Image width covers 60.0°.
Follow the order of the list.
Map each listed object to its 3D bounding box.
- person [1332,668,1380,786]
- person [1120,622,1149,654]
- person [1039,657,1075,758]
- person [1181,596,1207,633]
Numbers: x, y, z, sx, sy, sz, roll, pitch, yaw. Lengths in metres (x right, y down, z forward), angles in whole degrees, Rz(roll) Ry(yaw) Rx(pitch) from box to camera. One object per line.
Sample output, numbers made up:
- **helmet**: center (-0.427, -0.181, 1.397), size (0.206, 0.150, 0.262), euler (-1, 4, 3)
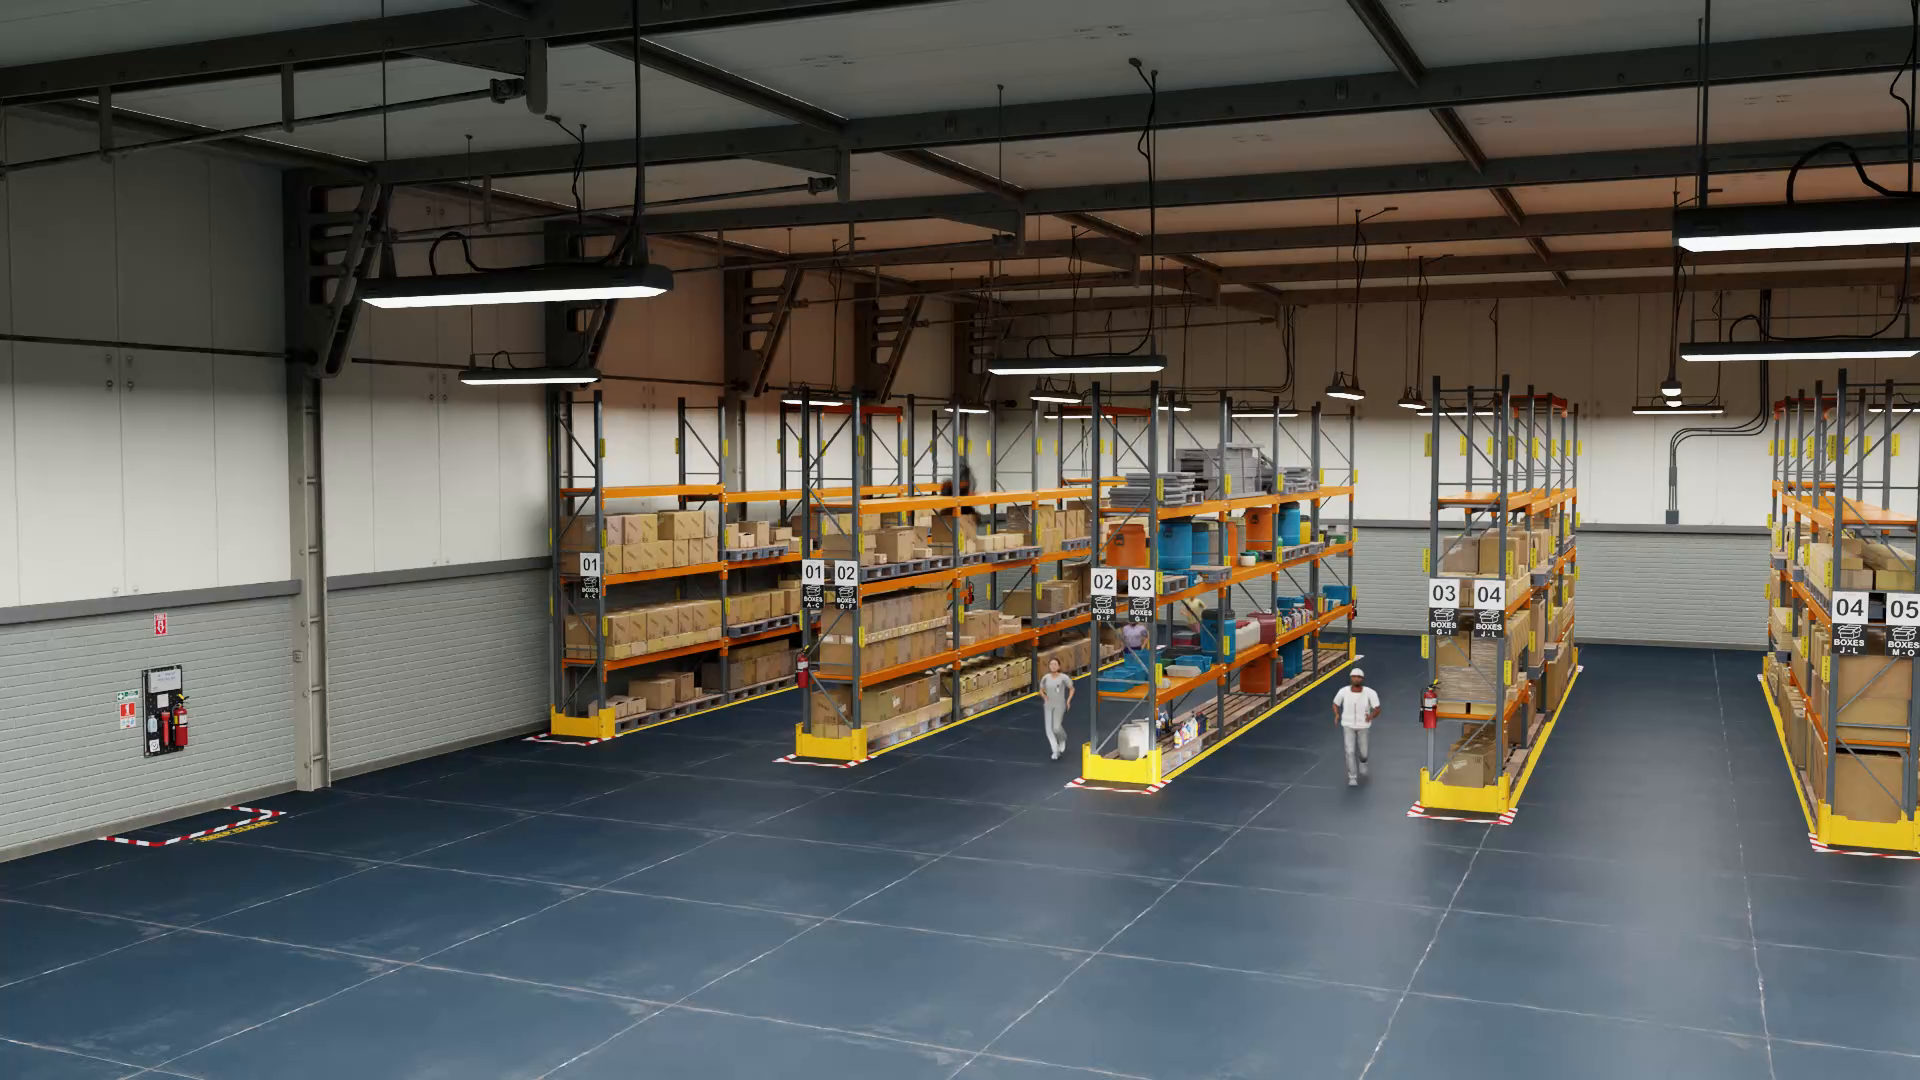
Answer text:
- **person**: center (5.896, 2.770, 24.787), size (0.707, 1.726, 0.753), euler (1, 3, 16)
- **person**: center (3.551, 2.306, 34.020), size (0.591, 1.605, 0.576), euler (1, 3, 15)
- **person**: center (1.527, 2.713, 26.778), size (0.558, 1.623, 0.555), euler (1, 3, 19)
- **person**: center (5.620, 2.000, 40.028), size (0.617, 1.650, 0.793), euler (1, 3, 10)
